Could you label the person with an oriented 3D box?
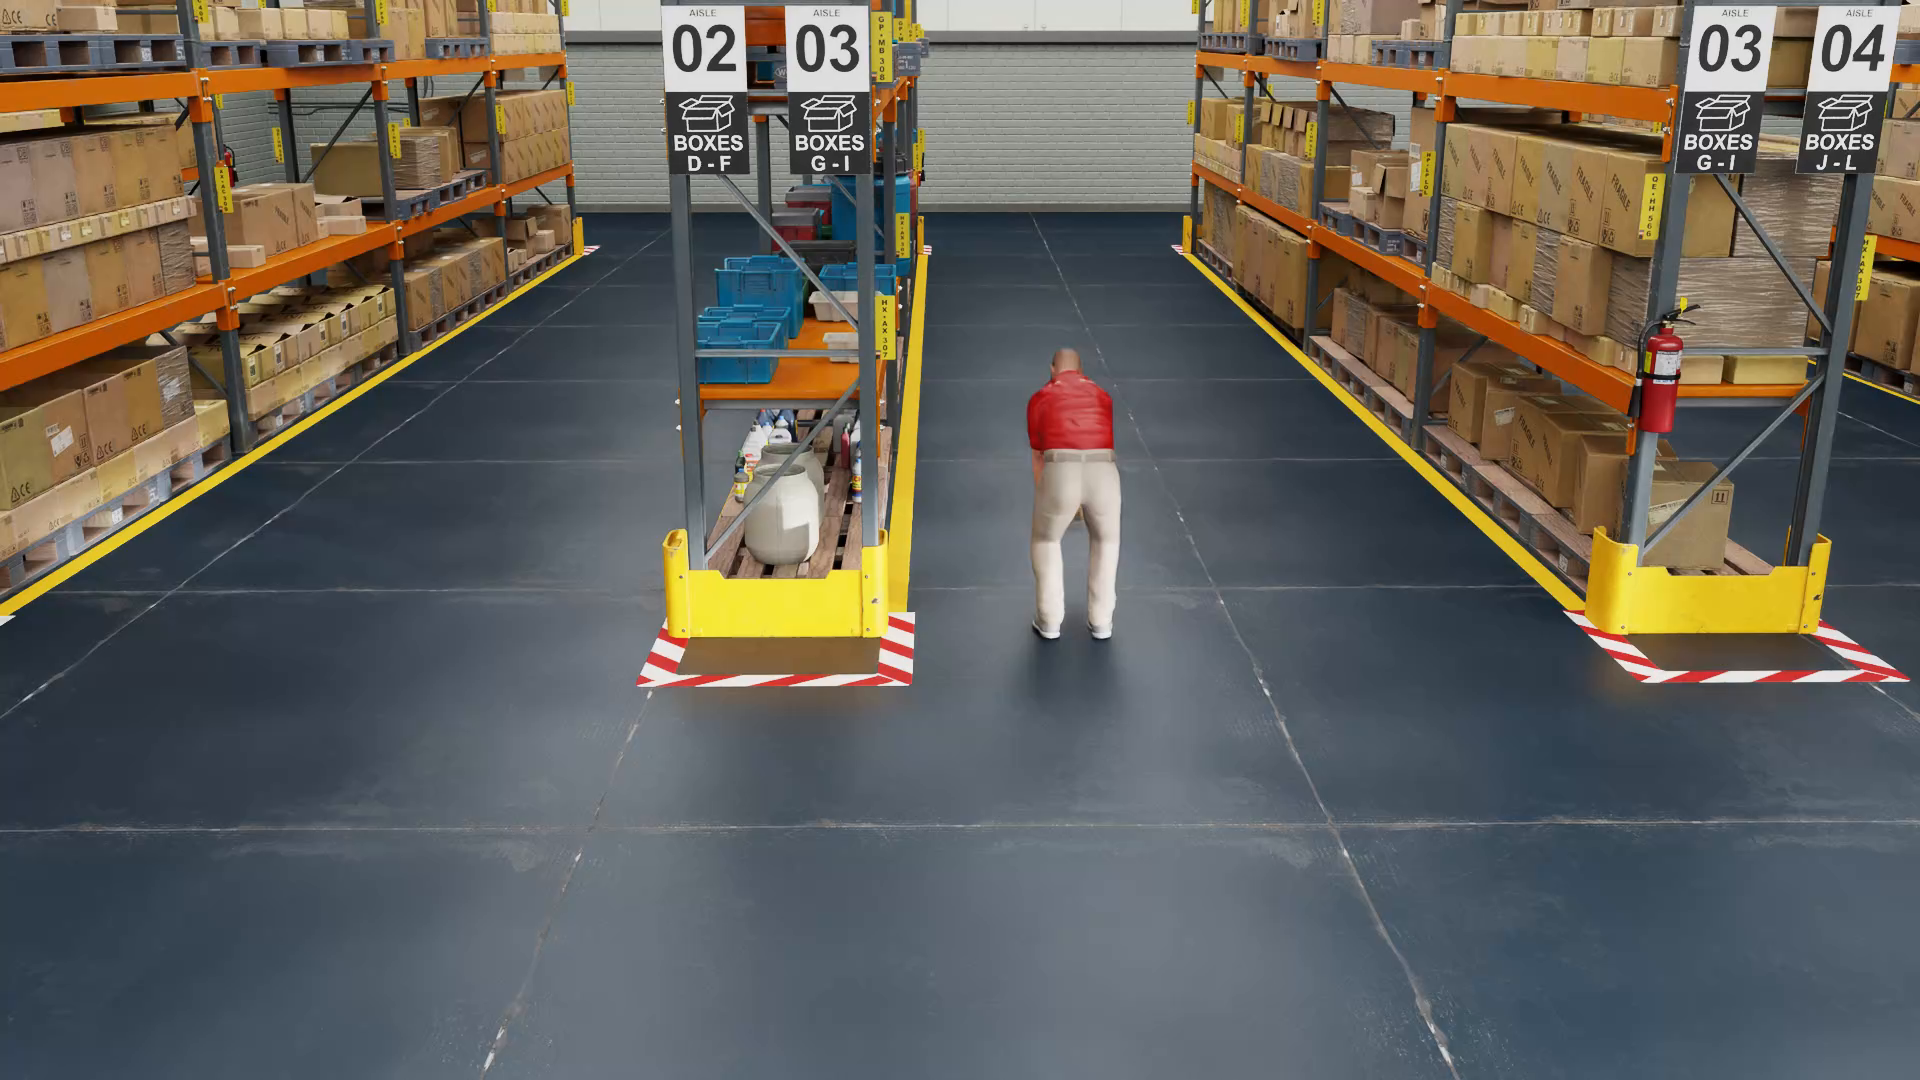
[{"bbox_3d":[0.600,-0.311,8.769,0.482,1.632,0.623,-1,17,-2],"label":"person"}]
